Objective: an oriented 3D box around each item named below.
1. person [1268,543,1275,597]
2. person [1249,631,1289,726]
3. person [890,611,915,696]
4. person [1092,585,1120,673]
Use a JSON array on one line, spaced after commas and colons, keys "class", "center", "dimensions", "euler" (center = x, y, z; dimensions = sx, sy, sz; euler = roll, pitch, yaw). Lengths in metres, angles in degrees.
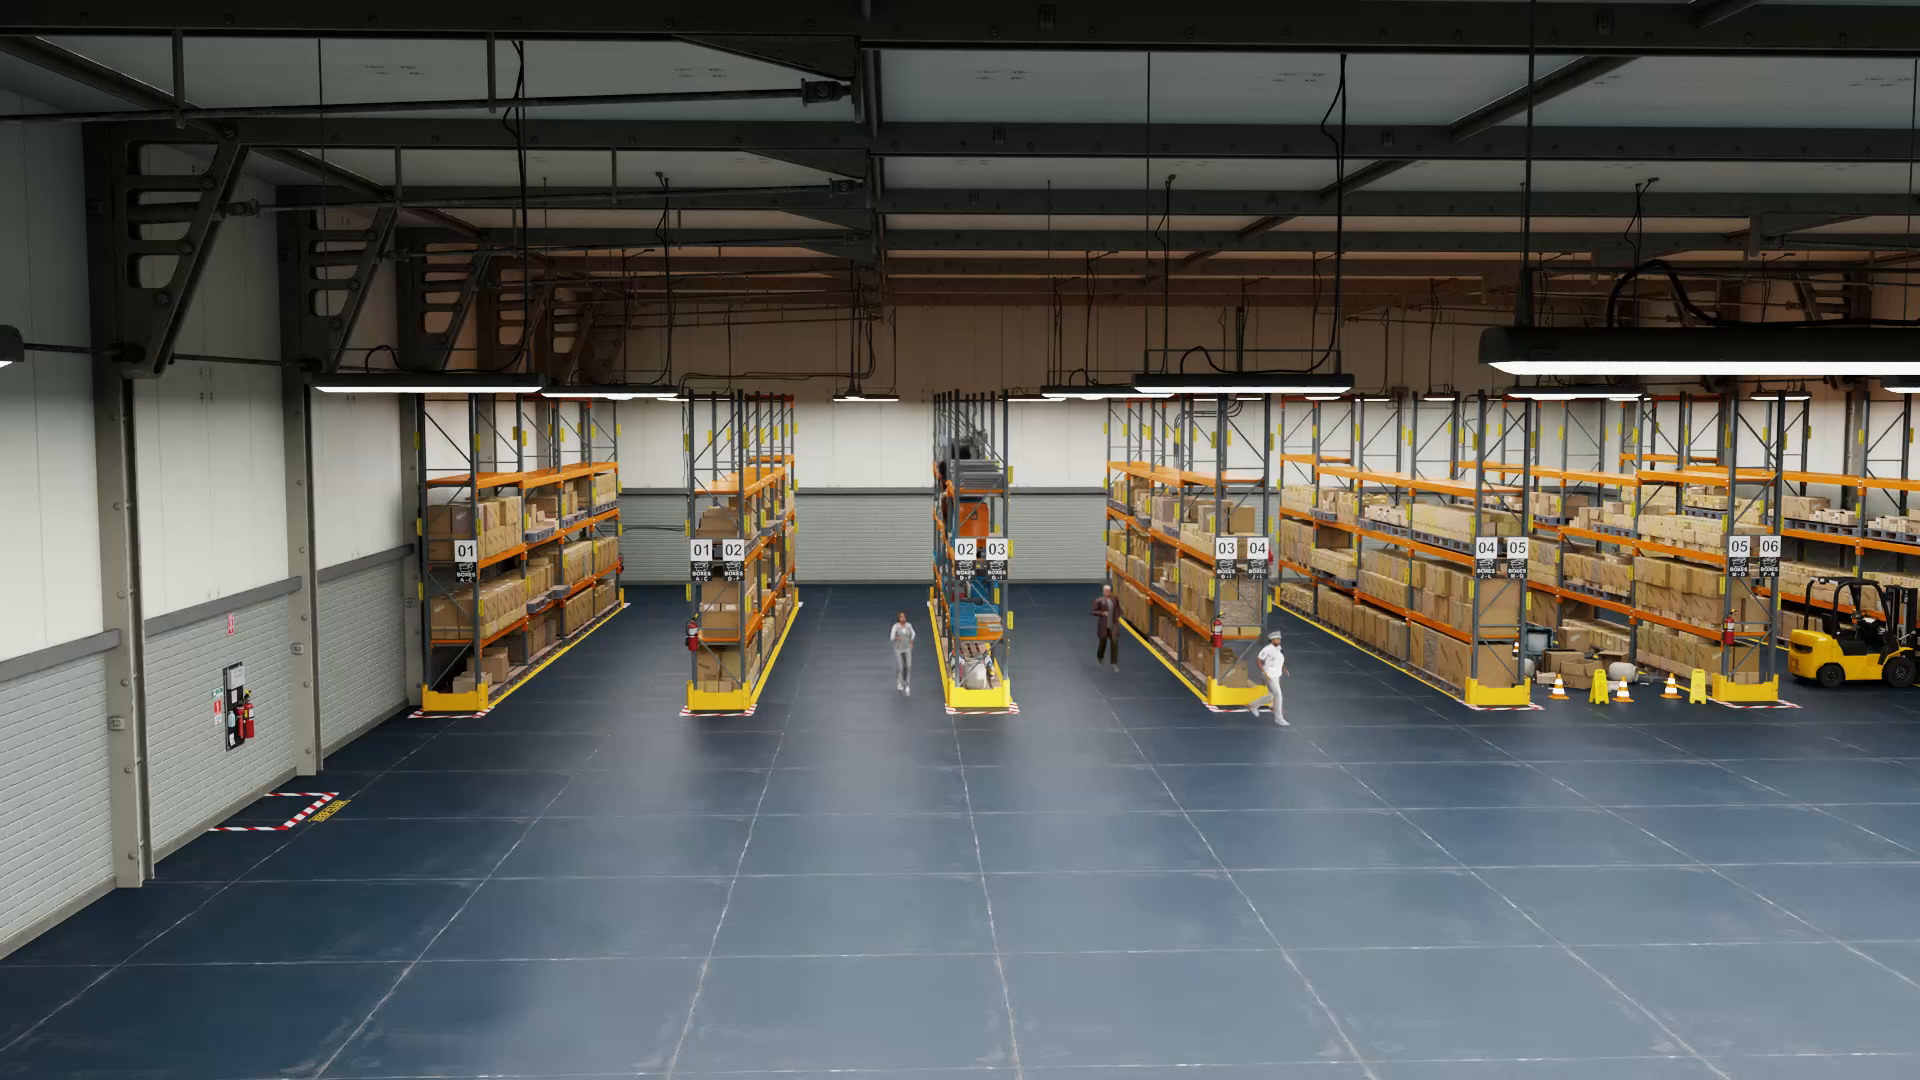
[{"class": "person", "center": [8.927, 0.920, 48.552], "dimensions": [0.877, 1.689, 0.708], "euler": [-1, 5, -13]}, {"class": "person", "center": [5.563, 2.460, 29.923], "dimensions": [0.862, 1.691, 0.558], "euler": [4, 6, 39]}, {"class": "person", "center": [-1.115, 2.227, 32.556], "dimensions": [0.514, 1.615, 0.666], "euler": [-1, 5, -9]}, {"class": "person", "center": [3.137, 1.872, 35.567], "dimensions": [0.697, 1.831, 0.966], "euler": [-1, 5, -11]}]
